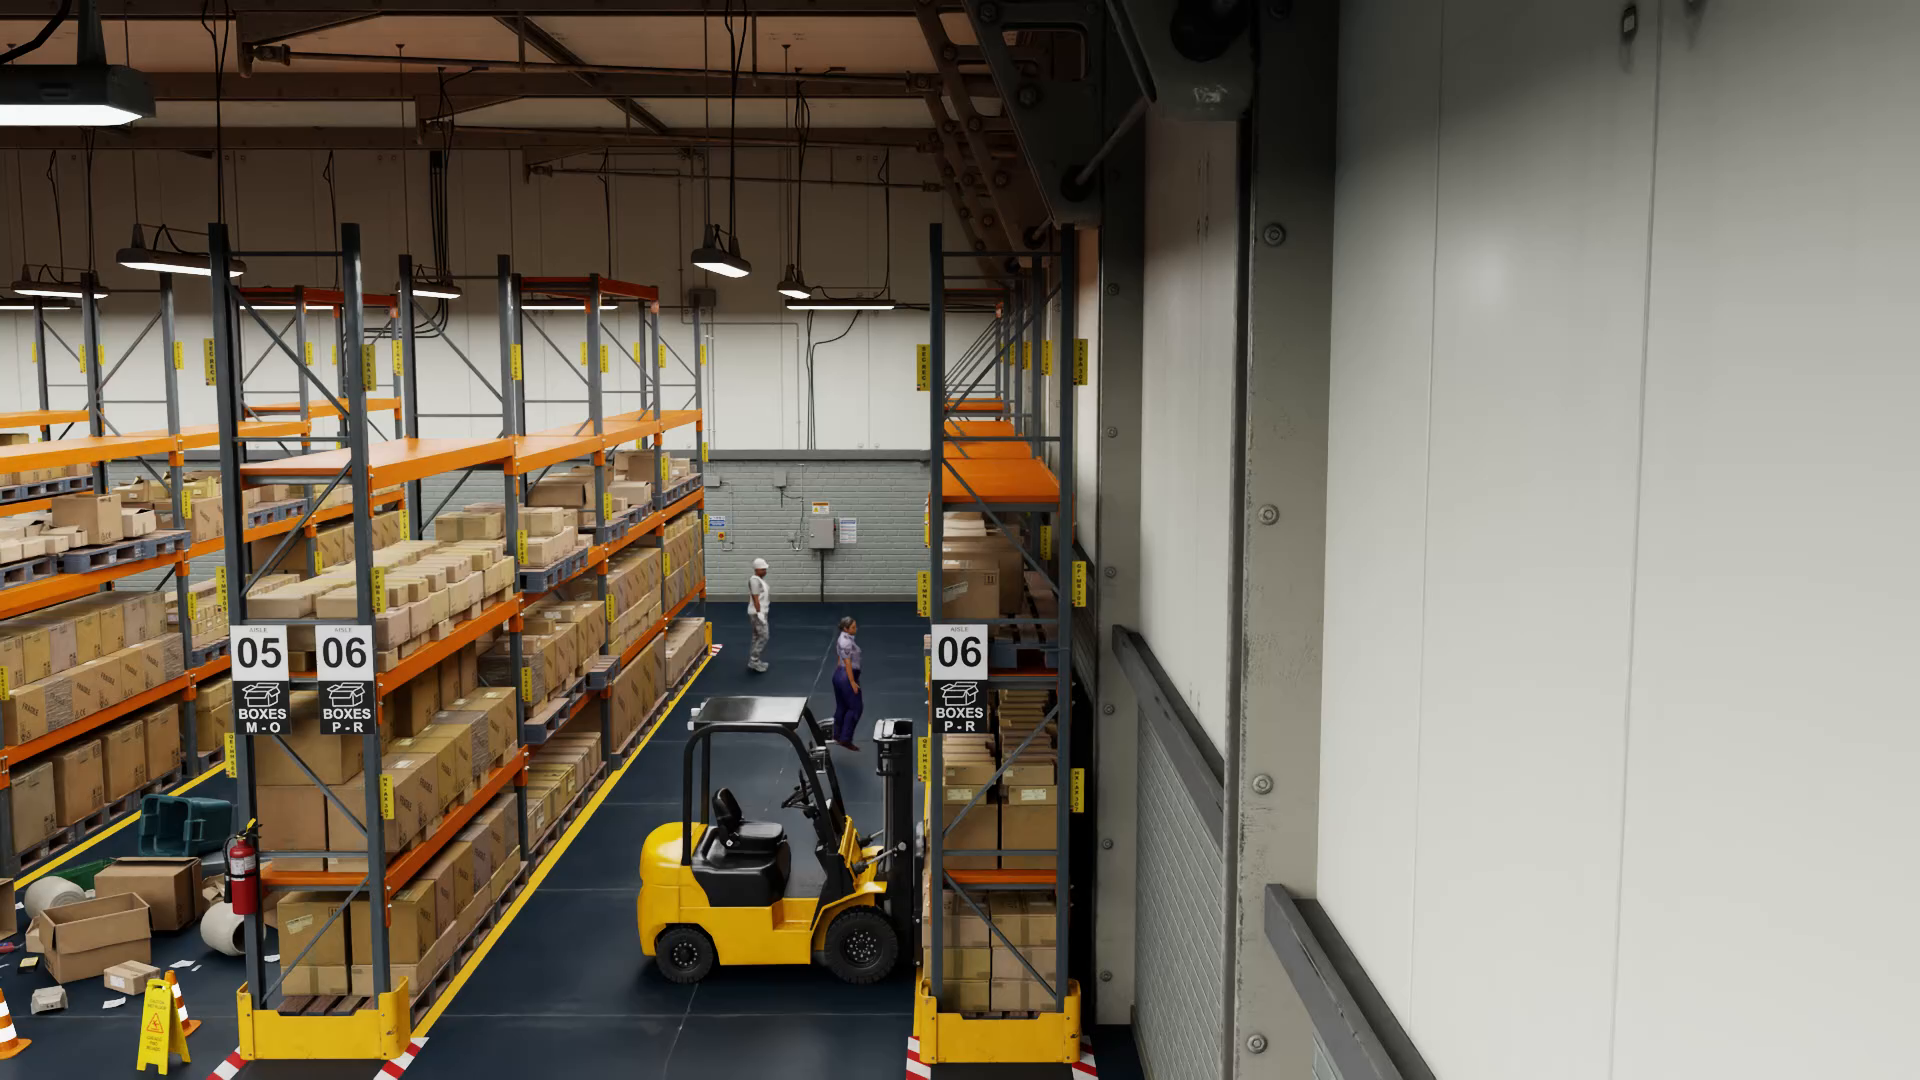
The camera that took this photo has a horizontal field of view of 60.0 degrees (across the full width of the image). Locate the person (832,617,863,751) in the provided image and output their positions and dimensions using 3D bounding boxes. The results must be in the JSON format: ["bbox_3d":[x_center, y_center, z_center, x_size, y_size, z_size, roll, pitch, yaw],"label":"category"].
[{"bbox_3d":[-1.409,1.793,20.839,0.360,1.678,0.574,-2,7,-14],"label":"person"}]

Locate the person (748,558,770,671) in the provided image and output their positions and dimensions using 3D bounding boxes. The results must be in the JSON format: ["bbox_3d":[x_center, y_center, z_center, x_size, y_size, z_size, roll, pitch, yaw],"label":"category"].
[{"bbox_3d":[-3.198,1.181,26.438,0.357,1.787,0.605,0,7,-2],"label":"person"}]
